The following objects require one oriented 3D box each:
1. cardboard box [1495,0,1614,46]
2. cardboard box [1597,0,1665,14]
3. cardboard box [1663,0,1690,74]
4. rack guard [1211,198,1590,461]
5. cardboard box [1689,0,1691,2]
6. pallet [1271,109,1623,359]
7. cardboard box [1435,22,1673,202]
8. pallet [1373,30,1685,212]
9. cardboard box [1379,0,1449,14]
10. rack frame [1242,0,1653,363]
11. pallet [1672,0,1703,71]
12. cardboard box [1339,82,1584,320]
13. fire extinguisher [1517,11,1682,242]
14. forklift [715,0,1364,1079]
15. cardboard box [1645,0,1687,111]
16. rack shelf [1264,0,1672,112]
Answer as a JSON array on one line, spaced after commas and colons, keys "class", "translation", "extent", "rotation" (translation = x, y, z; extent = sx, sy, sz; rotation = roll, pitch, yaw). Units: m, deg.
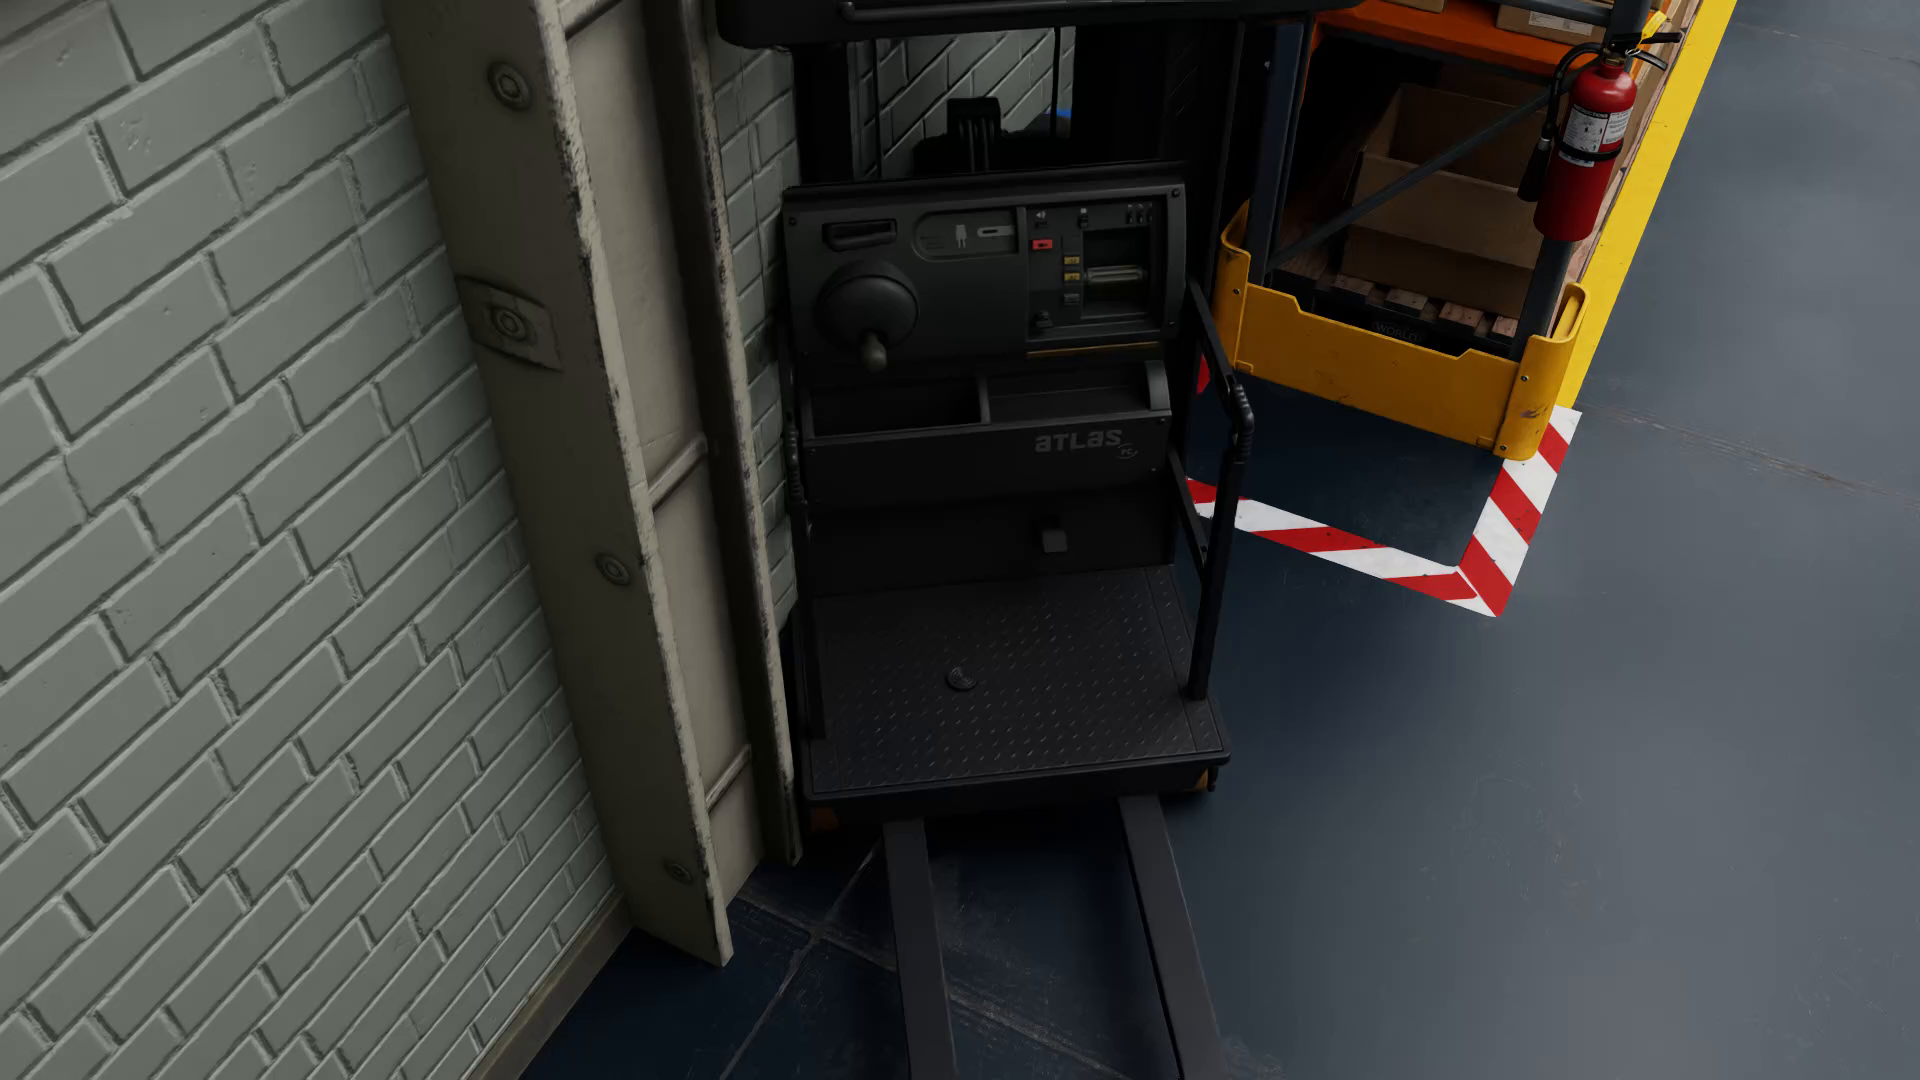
[{"class": "cardboard box", "translation": [1.804, -1.581, 4.880], "extent": [0.380, 0.149, 0.250], "rotation": [20, 49, 19]}, {"class": "cardboard box", "translation": [1.858, -1.801, 4.817], "extent": [0.500, 0.250, 0.500], "rotation": [21, 49, 19]}, {"class": "cardboard box", "translation": [2.689, -2.355, 6.931], "extent": [0.700, 0.500, 0.500], "rotation": [19, 48, 18]}, {"class": "rack guard", "translation": [1.444, -0.722, 5.612], "extent": [1.175, 0.500, 0.348], "rotation": [20, 49, 19]}, {"class": "cardboard box", "translation": [3.101, -2.586, 7.324], "extent": [0.396, 0.266, 0.258], "rotation": [22, 49, 20]}, {"class": "pallet", "translation": [1.813, -1.122, 6.211], "extent": [1.003, 0.211, 1.213], "rotation": [20, 49, 19]}, {"class": "cardboard box", "translation": [2.207, -1.701, 6.284], "extent": [0.700, 0.500, 0.500], "rotation": [22, 49, 21]}, {"class": "pallet", "translation": [2.380, -1.888, 6.968], "extent": [1.003, 0.211, 1.213], "rotation": [20, 49, 19]}, {"class": "cardboard box", "translation": [1.324, -1.761, 5.059], "extent": [0.380, 0.149, 0.250], "rotation": [20, 49, 19]}, {"class": "rack frame", "translation": [1.408, -1.552, 4.675], "extent": [1.000, 3.000, 0.127], "rotation": [20, 49, 19]}, {"class": "pallet", "translation": [2.945, -2.660, 7.730], "extent": [1.003, 0.211, 1.213], "rotation": [20, 49, 19]}, {"class": "cardboard box", "translation": [1.776, -1.176, 5.764], "extent": [0.797, 0.503, 0.637], "rotation": [19, 48, 18]}, {"class": "fire extinguisher", "translation": [1.749, -1.149, 4.593], "extent": [0.296, 0.674, 0.183], "rotation": [20, 49, 19]}, {"class": "forklift", "translation": [0.093, -0.519, 3.702], "extent": [1.130, 2.935, 3.031], "rotation": [-5, 46, -5]}, {"class": "cardboard box", "translation": [2.541, -2.001, 6.581], "extent": [0.500, 0.500, 0.500], "rotation": [21, 49, 20]}, {"class": "rack shelf", "translation": [2.337, -2.559, 6.176], "extent": [1.077, 0.370, 4.000], "rotation": [20, 49, 19]}]
